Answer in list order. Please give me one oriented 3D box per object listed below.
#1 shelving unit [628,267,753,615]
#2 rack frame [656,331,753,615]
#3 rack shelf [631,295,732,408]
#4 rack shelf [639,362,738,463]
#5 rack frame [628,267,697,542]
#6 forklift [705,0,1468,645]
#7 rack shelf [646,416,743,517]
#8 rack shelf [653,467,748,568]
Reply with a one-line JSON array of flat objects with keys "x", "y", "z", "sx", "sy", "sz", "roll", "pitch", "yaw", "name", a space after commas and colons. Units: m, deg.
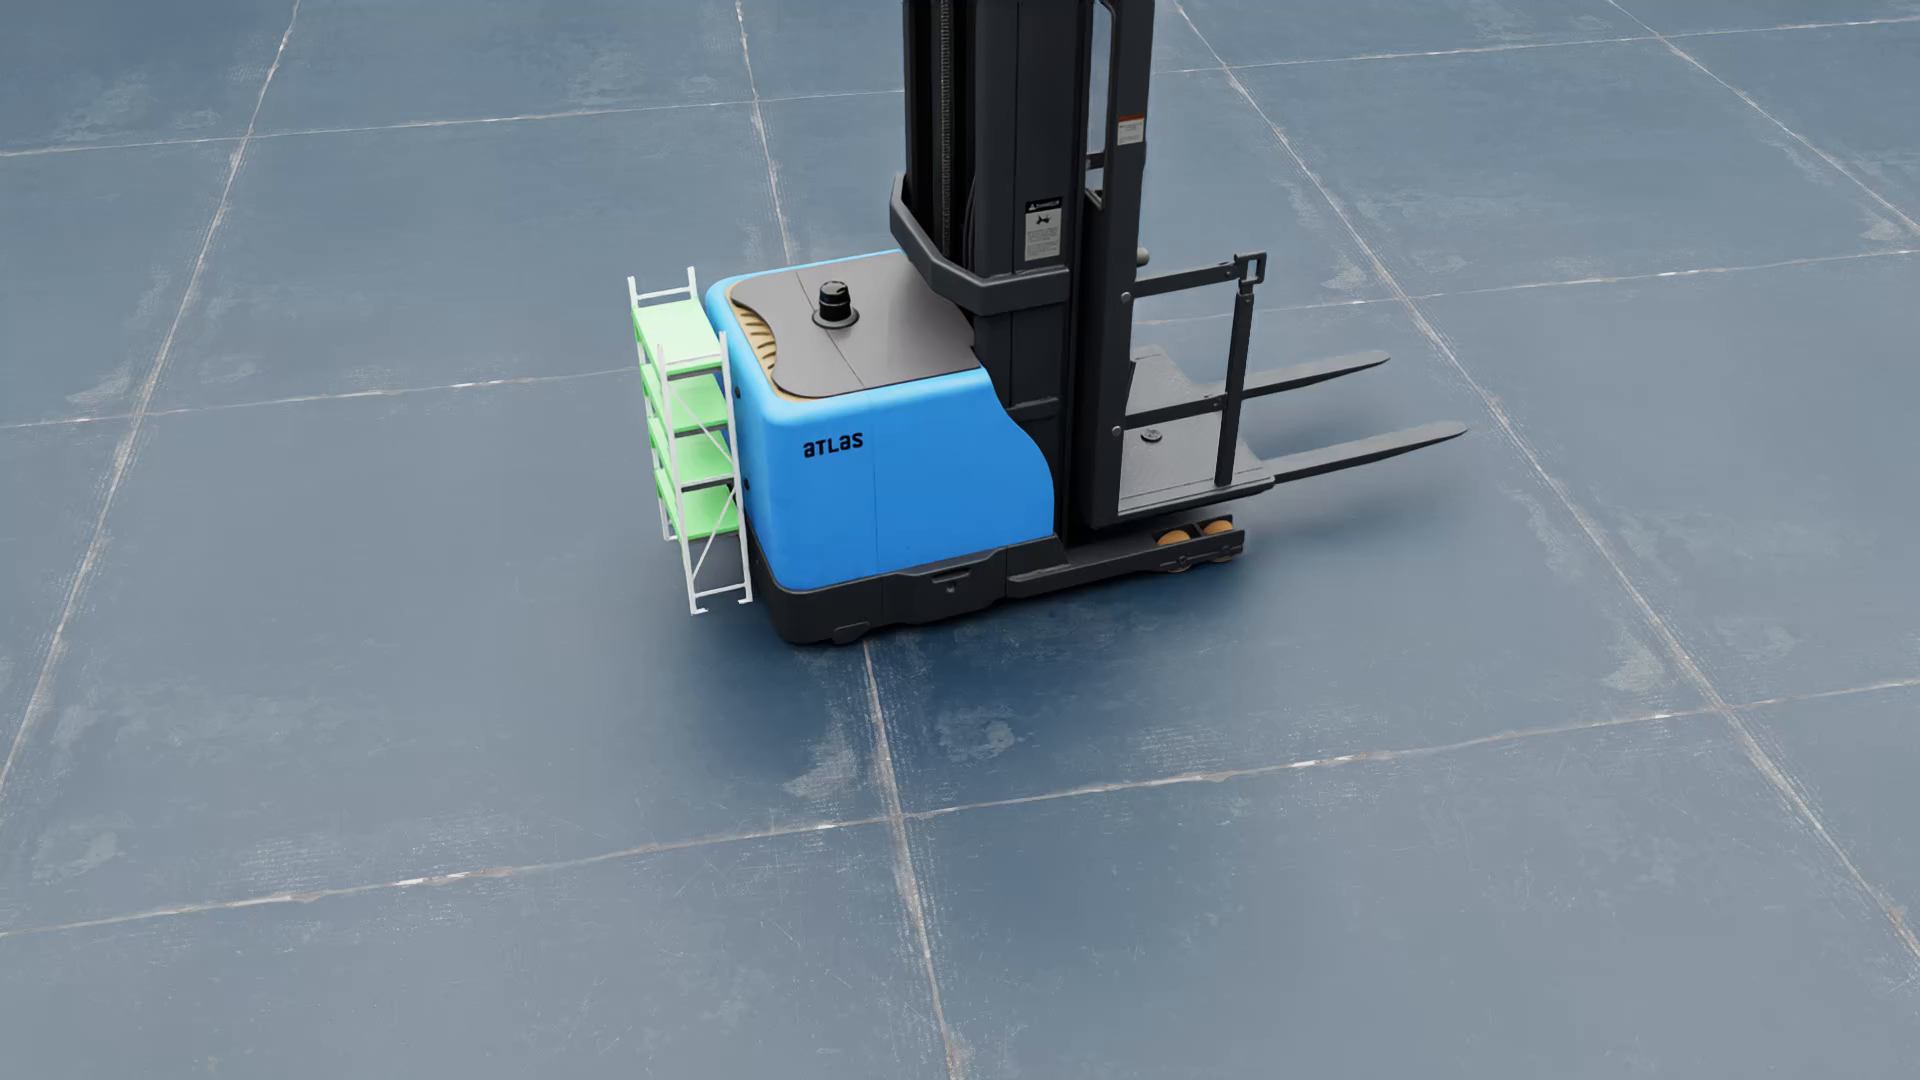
[{"x": -1.003, "y": -0.356, "z": 6.230, "sx": 0.258, "sy": 1.200, "sz": 0.503, "roll": -13, "pitch": 40, "yaw": -16, "name": "shelving unit"}, {"x": -0.919, "y": -0.215, "z": 6.049, "sx": 0.240, "sy": 1.200, "sz": 0.015, "roll": -13, "pitch": 40, "yaw": -16, "name": "rack frame"}, {"x": -1.003, "y": -0.685, "z": 5.975, "sx": 0.258, "sy": 0.148, "sz": 0.480, "roll": -13, "pitch": 40, "yaw": -16, "name": "rack shelf"}, {"x": -1.003, "y": -0.495, "z": 6.122, "sx": 0.258, "sy": 0.148, "sz": 0.480, "roll": -13, "pitch": 40, "yaw": -16, "name": "rack shelf"}, {"x": -1.086, "y": -0.497, "z": 6.411, "sx": 0.240, "sy": 1.200, "sz": 0.015, "roll": -13, "pitch": 40, "yaw": -16, "name": "rack frame"}, {"x": 0.601, "y": -1.320, "z": 6.060, "sx": 3.031, "sy": 2.935, "sz": 1.130, "roll": -13, "pitch": 40, "yaw": -16, "name": "forklift"}, {"x": -1.003, "y": -0.306, "z": 6.269, "sx": 0.258, "sy": 0.148, "sz": 0.480, "roll": -13, "pitch": 40, "yaw": -16, "name": "rack shelf"}, {"x": -1.002, "y": -0.116, "z": 6.417, "sx": 0.258, "sy": 0.148, "sz": 0.480, "roll": -13, "pitch": 40, "yaw": -16, "name": "rack shelf"}]
